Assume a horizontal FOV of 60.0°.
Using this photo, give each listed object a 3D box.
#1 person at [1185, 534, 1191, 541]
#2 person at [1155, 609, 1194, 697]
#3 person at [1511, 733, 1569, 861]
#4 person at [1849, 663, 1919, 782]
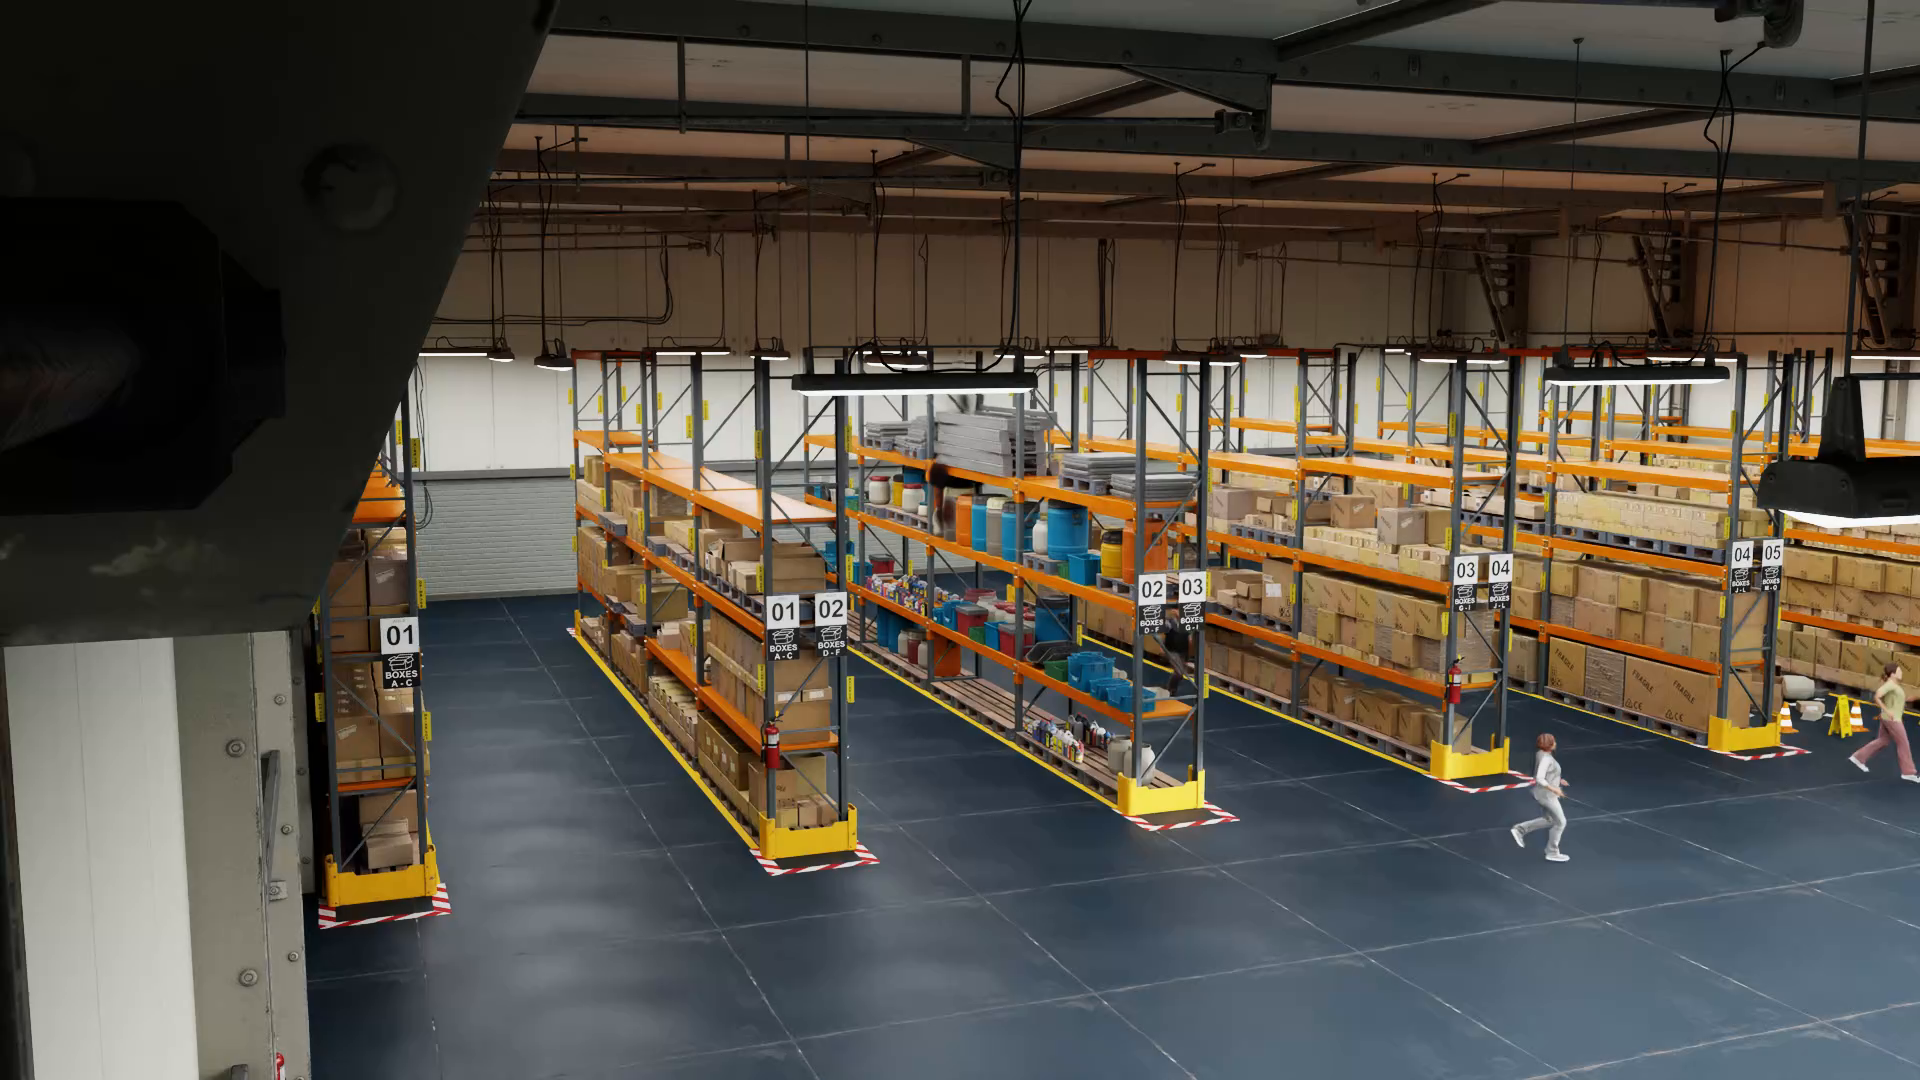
[{"bbox_3d":[5.211,0.680,38.416,0.706,1.778,0.867,-1,7,-11],"label":"person"},{"bbox_3d":[3.729,1.943,28.494,0.638,1.706,0.682,-4,8,-28],"label":"person"},{"bbox_3d":[7.001,3.127,19.985,0.680,1.464,0.542,1,7,11],"label":"person"},{"bbox_3d":[13.176,2.555,23.548,0.967,1.659,0.572,3,8,25],"label":"person"}]
